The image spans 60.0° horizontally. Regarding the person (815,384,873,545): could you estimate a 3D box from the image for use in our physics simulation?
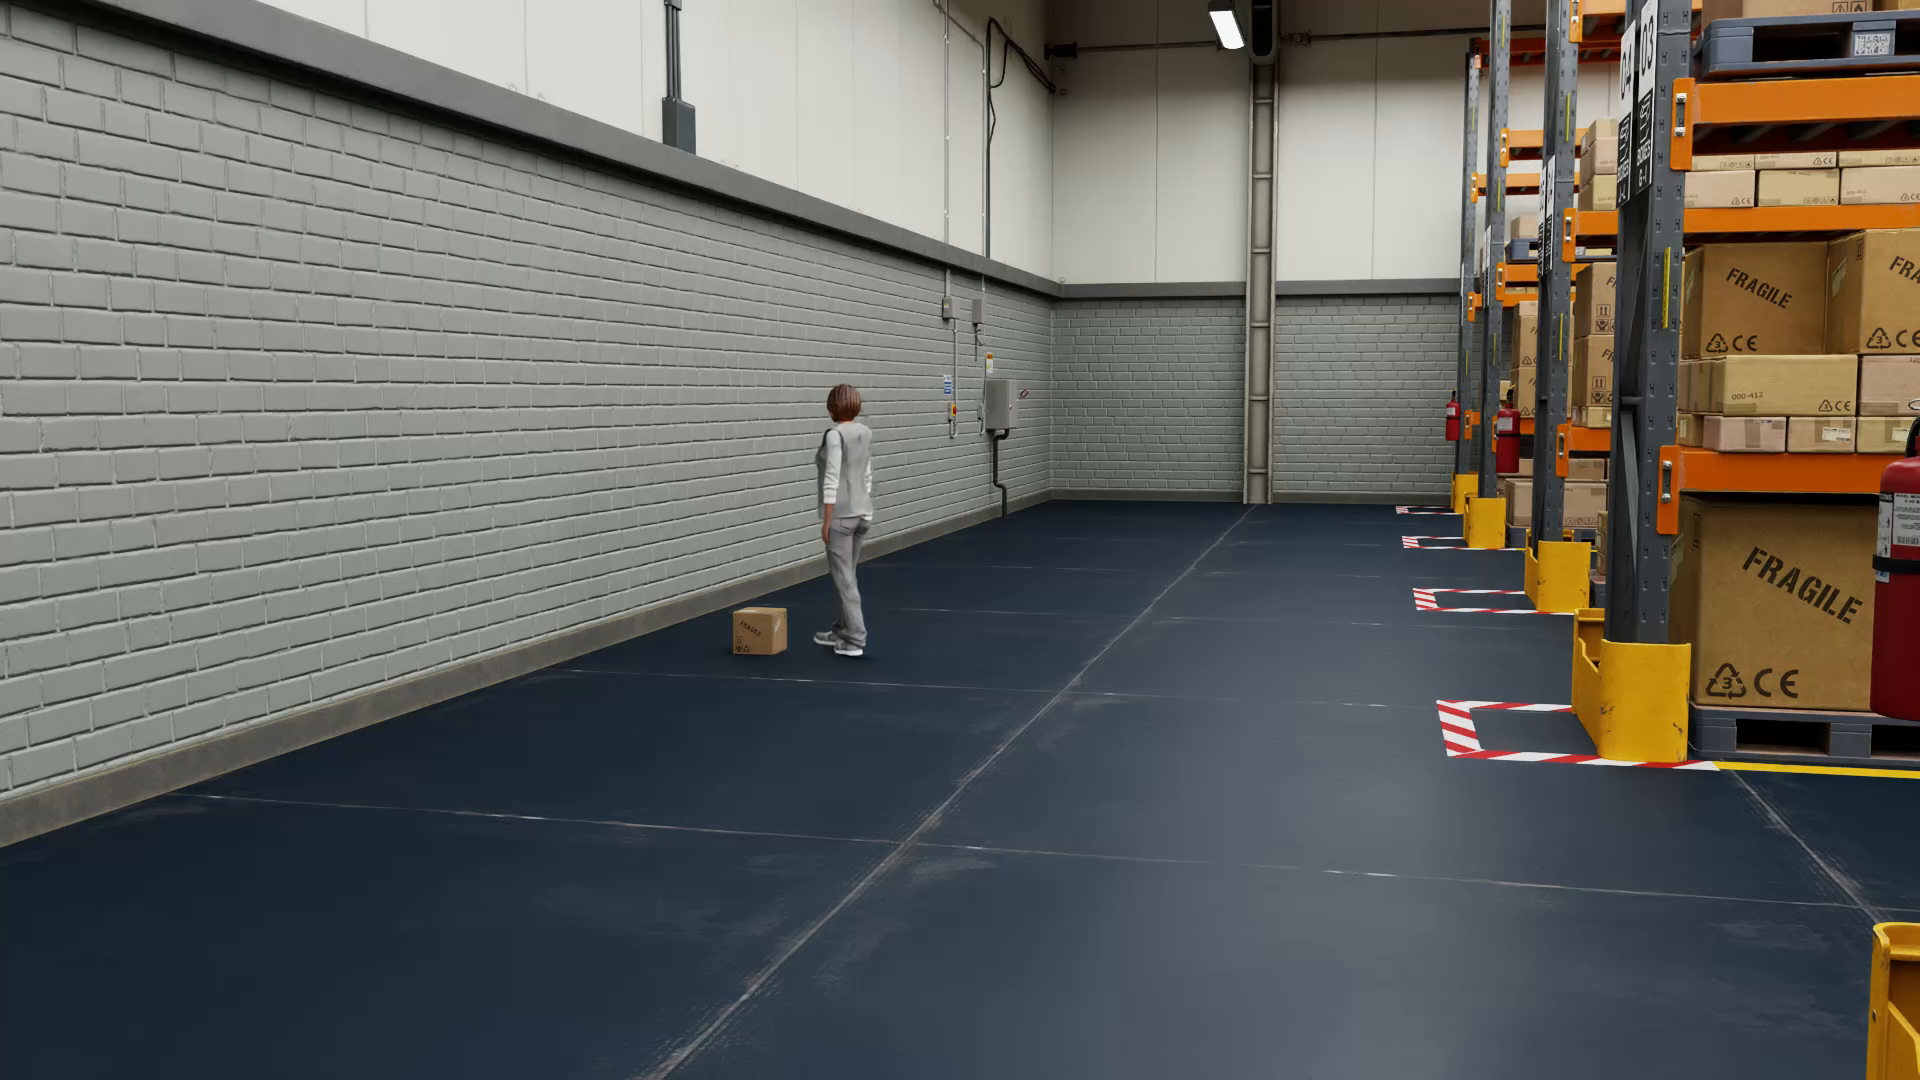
[{"bbox_3d":[-0.682,-0.446,9.788,0.291,0.929,0.424,3,6,33],"label":"person"}]
